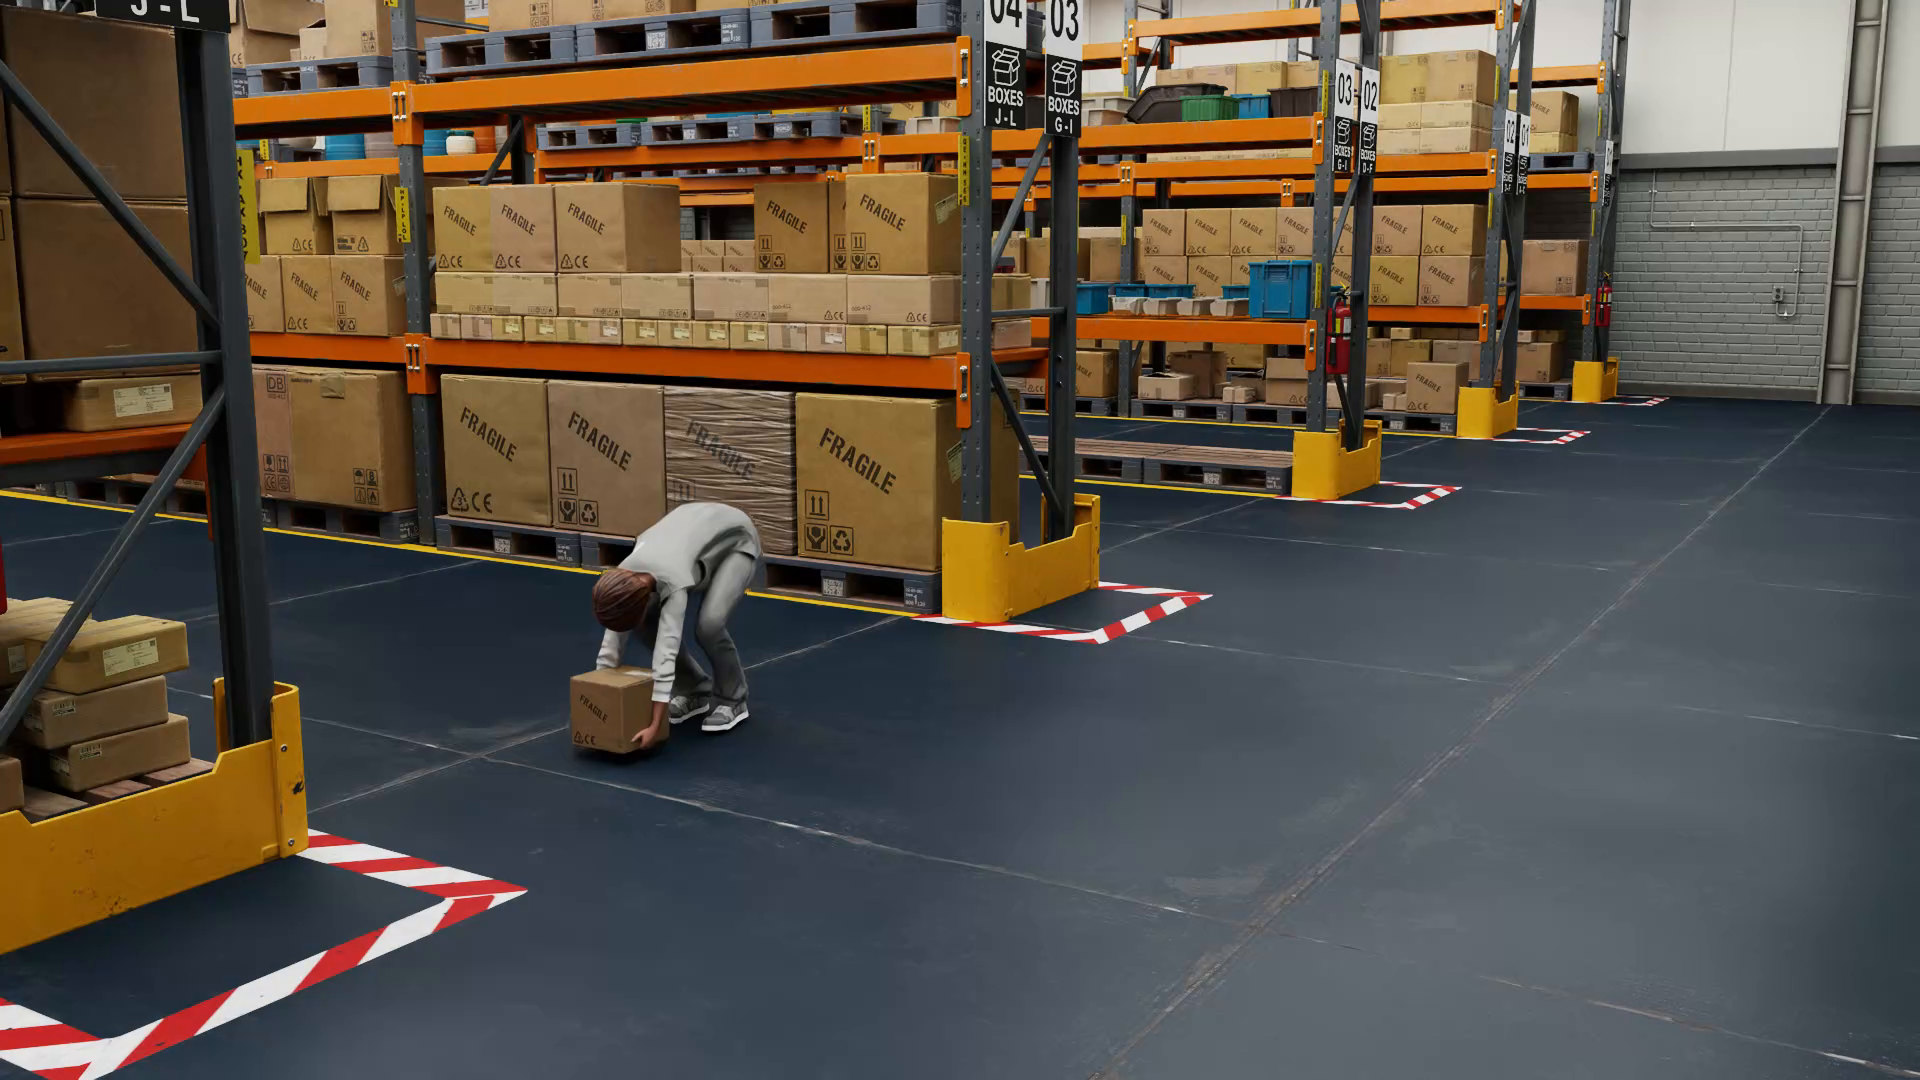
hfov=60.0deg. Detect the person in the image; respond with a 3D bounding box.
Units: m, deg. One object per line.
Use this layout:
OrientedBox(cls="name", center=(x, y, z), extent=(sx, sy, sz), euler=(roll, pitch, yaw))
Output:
OrientedBox(cls="person", center=(-1.069, 0.311, 6.283), extent=(0.426, 0.860, 0.853), euler=(5, 11, 28))
